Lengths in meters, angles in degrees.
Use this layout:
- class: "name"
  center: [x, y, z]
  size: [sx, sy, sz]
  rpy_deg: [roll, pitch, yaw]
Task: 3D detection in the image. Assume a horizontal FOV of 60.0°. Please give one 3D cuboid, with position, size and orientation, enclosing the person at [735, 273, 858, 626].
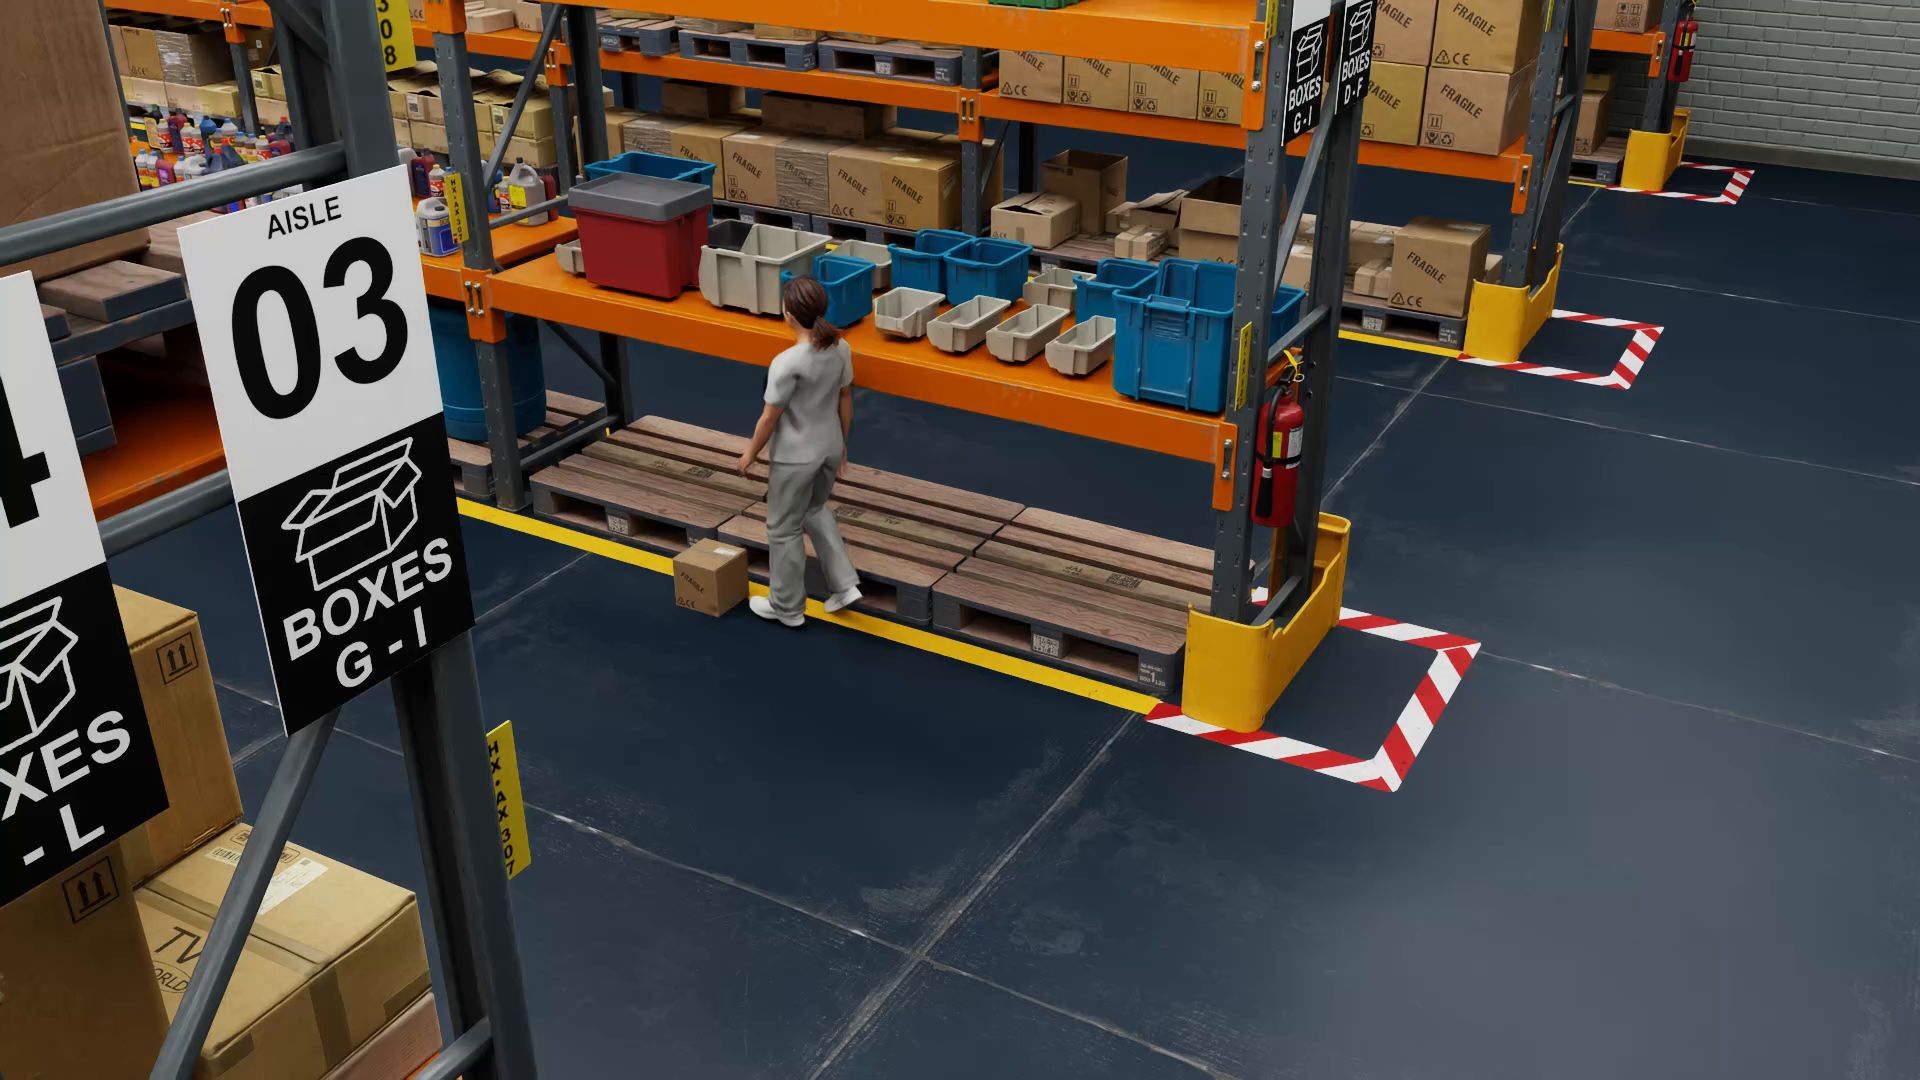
- class: "person"
  center: [-0.728, -0.367, 7.343]
  size: [0.531, 1.696, 0.464]
  rpy_deg: [20, 33, 34]
